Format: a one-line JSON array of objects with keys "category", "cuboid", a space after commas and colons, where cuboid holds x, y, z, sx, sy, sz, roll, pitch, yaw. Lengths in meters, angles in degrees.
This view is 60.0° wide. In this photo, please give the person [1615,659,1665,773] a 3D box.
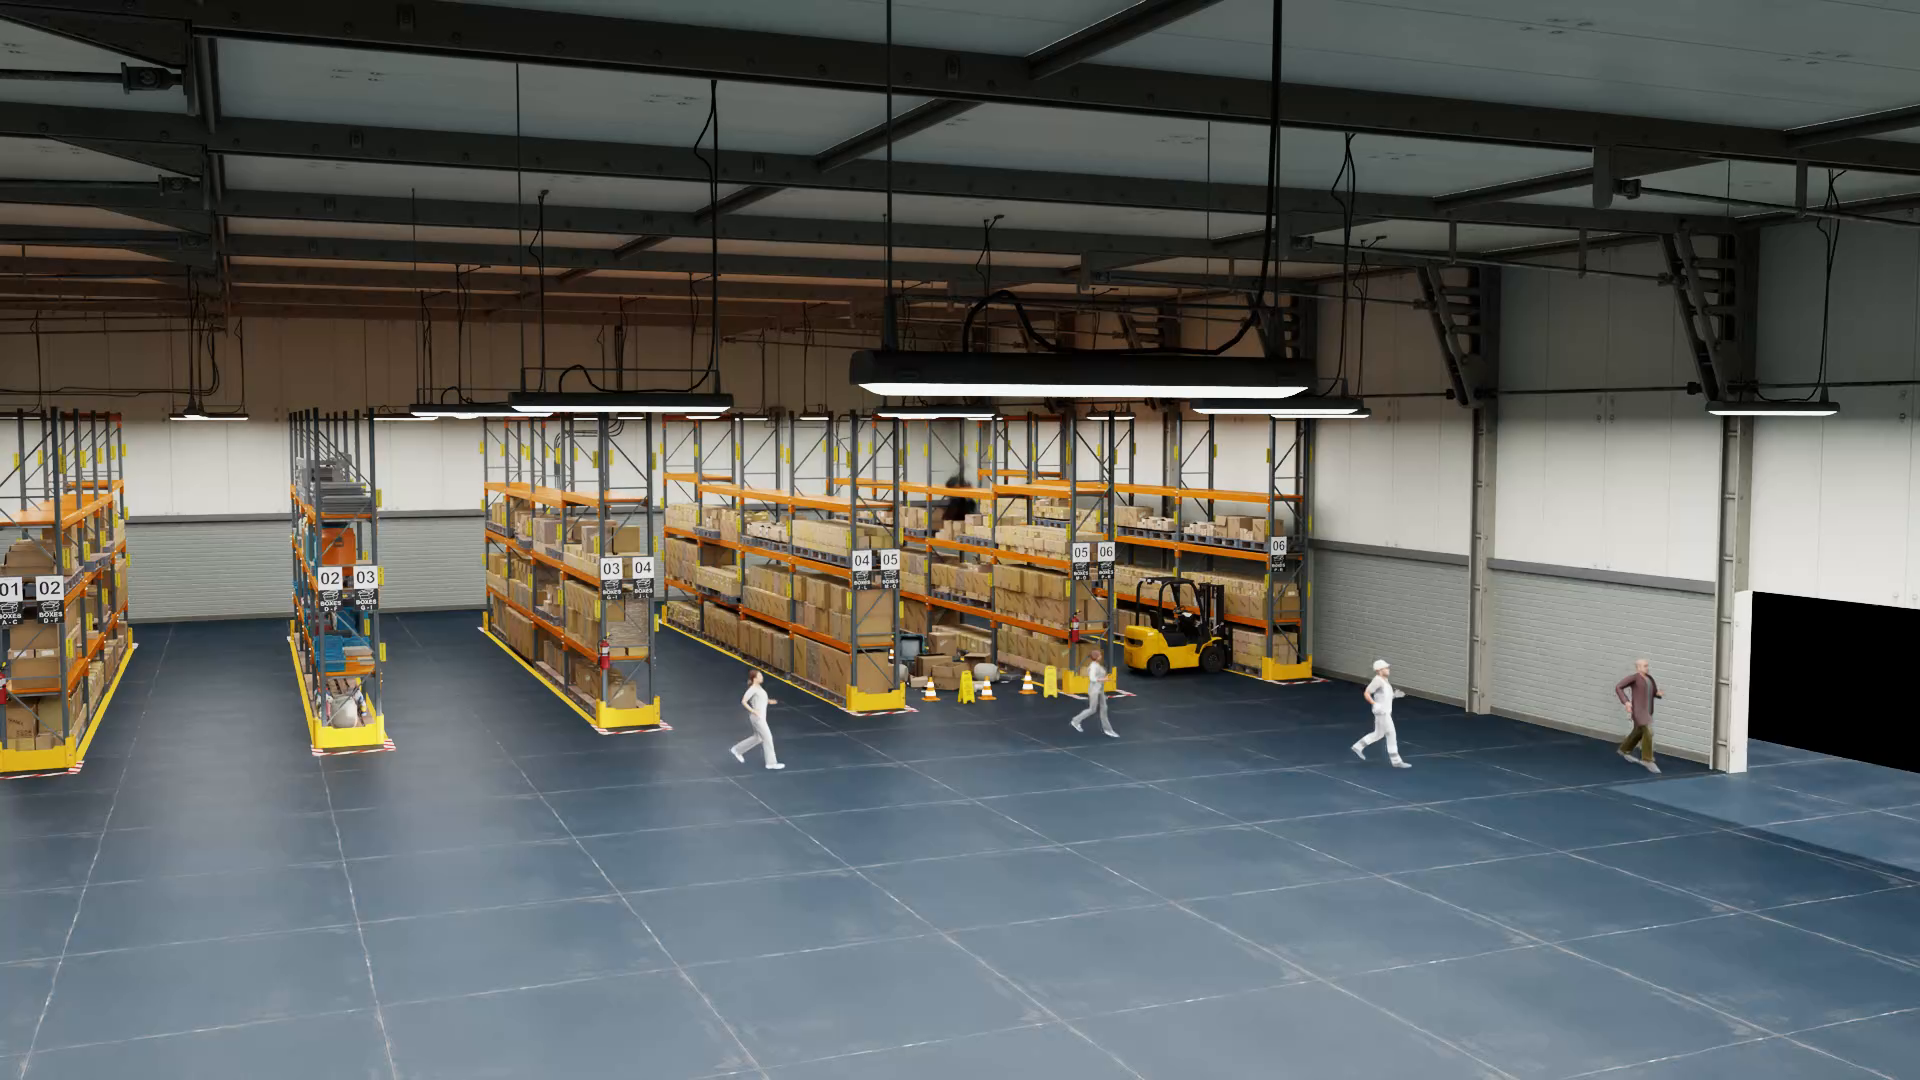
[{"category": "person", "cuboid": [11.295, 2.935, 27.619, 0.677, 1.746, 0.904, -3, 5, -35]}]

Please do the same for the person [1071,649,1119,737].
[{"category": "person", "cuboid": [2.460, 2.782, 30.297, 0.877, 1.593, 0.537, 1, 4, 19]}]

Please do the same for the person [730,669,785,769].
[{"category": "person", "cuboid": [-3.366, 2.955, 27.519, 0.929, 1.645, 0.574, 0, 4, 5]}]

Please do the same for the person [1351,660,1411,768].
[{"category": "person", "cuboid": [7.002, 2.874, 27.623, 0.999, 1.766, 0.663, 2, 4, 21]}]
